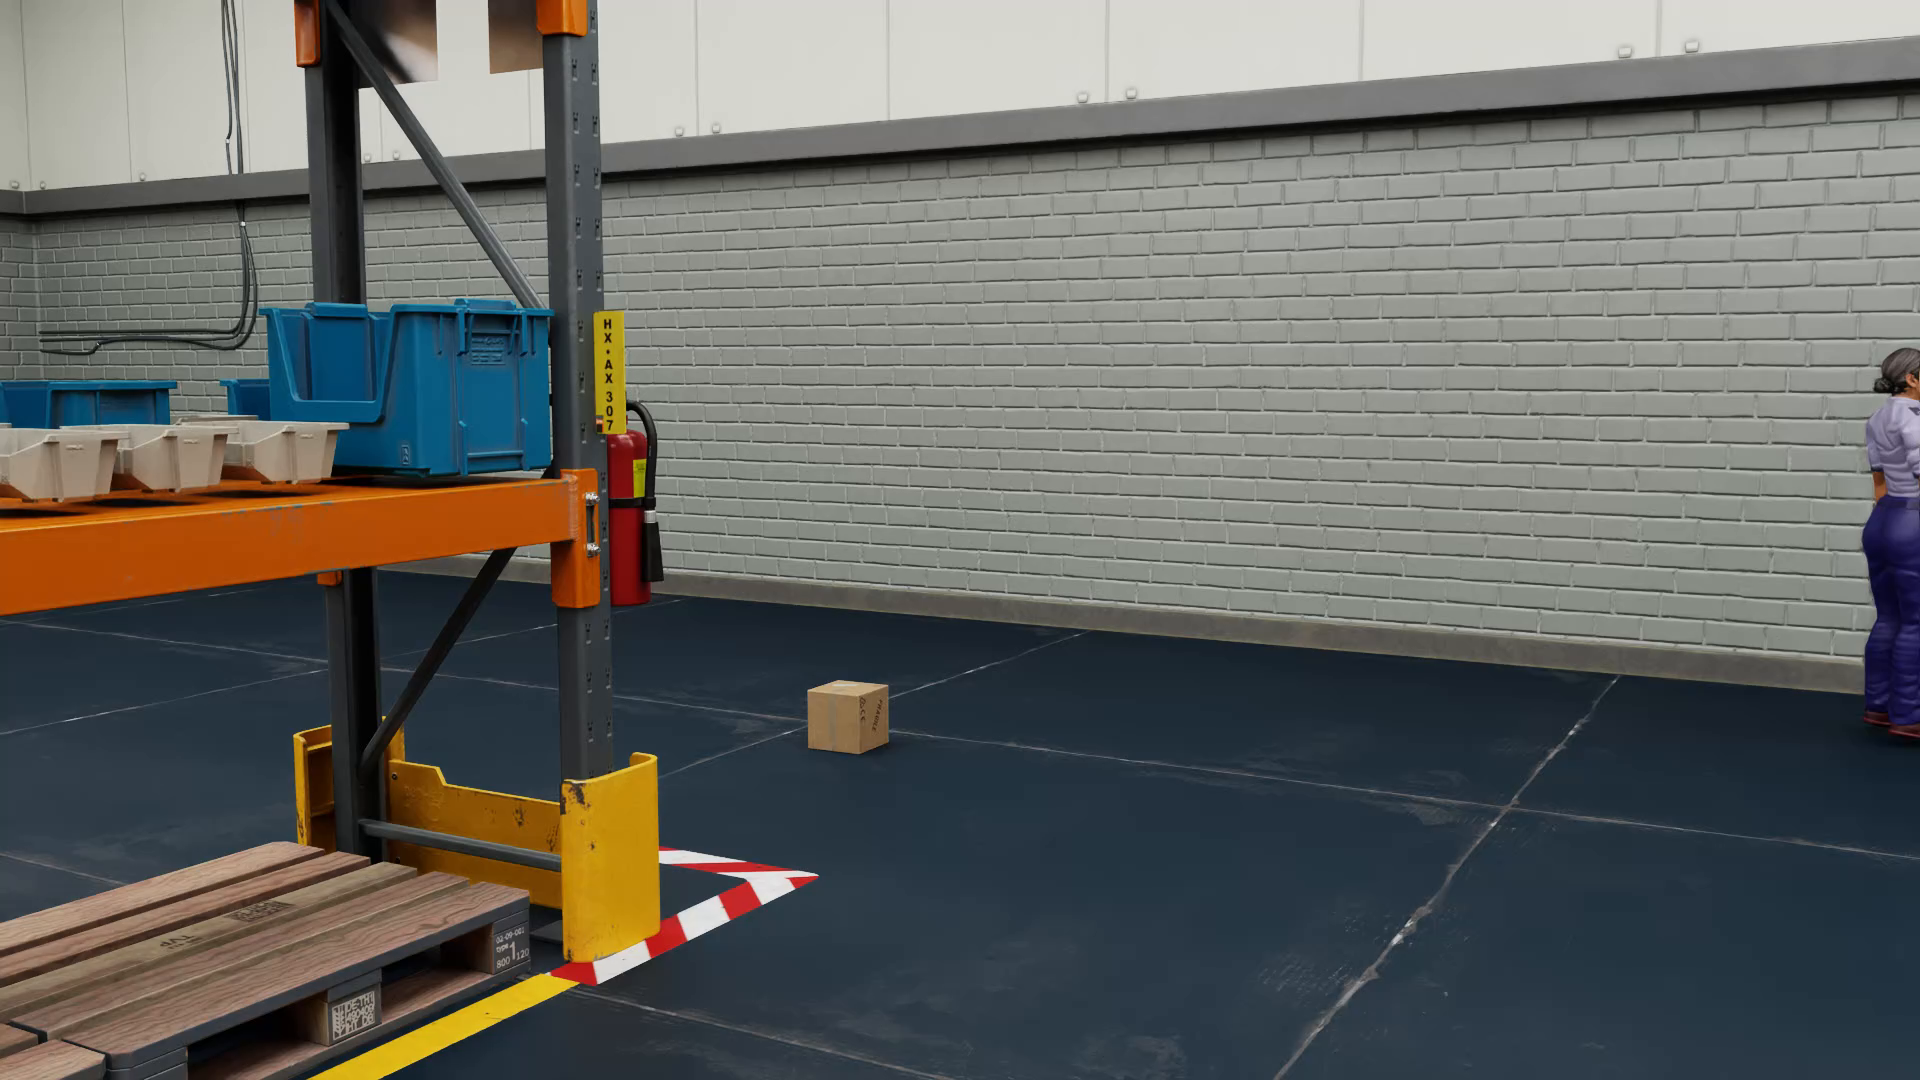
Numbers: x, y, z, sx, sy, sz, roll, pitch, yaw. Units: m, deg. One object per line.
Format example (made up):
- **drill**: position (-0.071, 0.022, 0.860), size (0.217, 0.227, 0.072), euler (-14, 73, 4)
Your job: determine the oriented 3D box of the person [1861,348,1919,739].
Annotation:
- **person**: position (4.050, 0.019, 7.048), size (0.393, 1.660, 0.492), euler (0, 6, 4)
